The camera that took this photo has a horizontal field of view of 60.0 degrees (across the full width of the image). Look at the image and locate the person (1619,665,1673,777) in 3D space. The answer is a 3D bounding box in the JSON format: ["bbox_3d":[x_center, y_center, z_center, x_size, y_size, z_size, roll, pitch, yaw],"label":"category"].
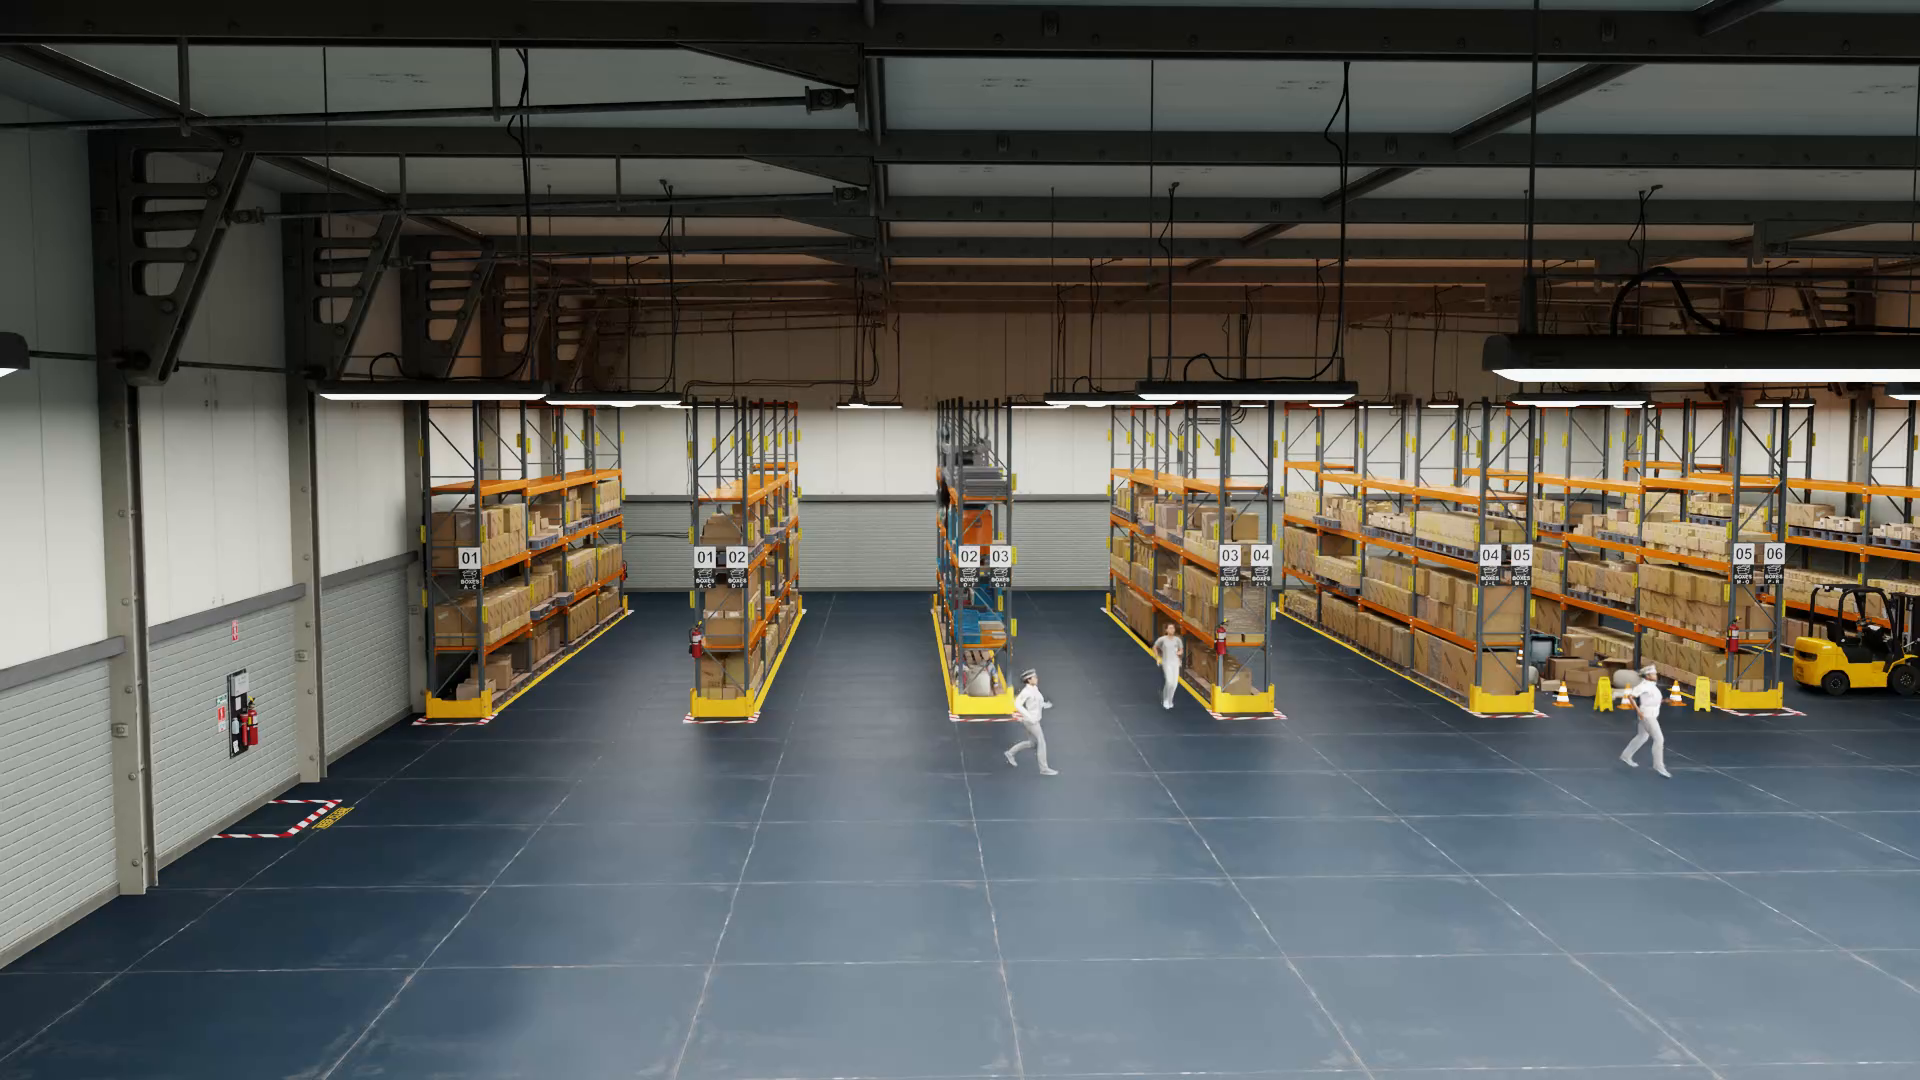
[{"bbox_3d":[10.882,2.835,26.362,0.803,1.748,0.555,3,5,33],"label":"person"}]

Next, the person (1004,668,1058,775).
[{"bbox_3d":[1.114,2.848,26.213,0.896,1.670,0.622,1,5,15],"label":"person"}]

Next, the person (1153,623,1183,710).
[{"bbox_3d":[4.044,2.427,31.991,0.541,1.663,0.580,-1,5,-12],"label":"person"}]
